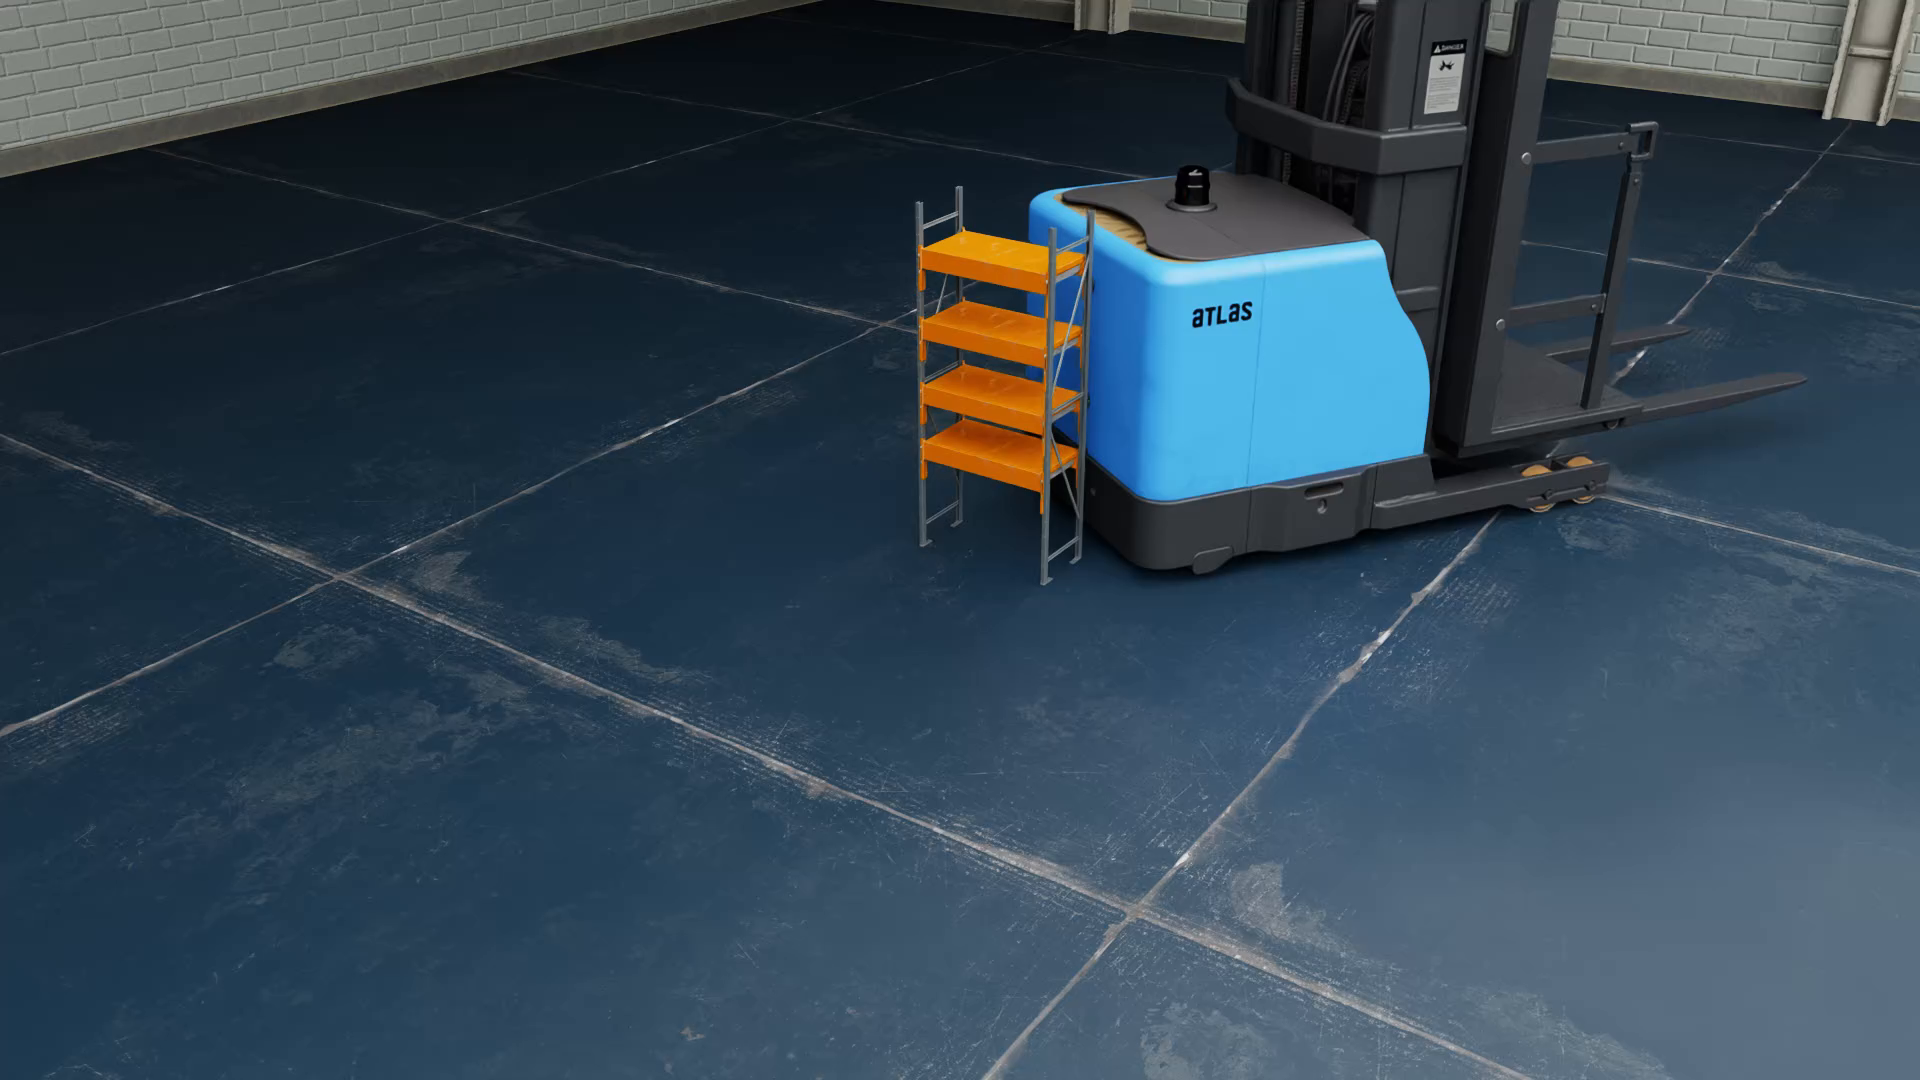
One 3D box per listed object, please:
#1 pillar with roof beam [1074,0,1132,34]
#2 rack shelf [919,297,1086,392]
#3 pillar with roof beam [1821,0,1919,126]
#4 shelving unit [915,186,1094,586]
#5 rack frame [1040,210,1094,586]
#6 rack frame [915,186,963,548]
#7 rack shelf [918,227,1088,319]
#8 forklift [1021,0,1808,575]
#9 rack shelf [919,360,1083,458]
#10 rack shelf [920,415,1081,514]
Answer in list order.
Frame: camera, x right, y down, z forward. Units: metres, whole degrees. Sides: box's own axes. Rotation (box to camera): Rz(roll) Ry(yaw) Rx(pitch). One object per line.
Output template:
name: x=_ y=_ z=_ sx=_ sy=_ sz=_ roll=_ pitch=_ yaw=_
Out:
pillar with roof beam: x=-1.199 y=-6.854 z=9.296 sx=0.400 sy=9.000 sz=9.100 roll=17 pitch=32 yaw=30
rack shelf: x=0.136 y=-0.632 z=5.323 sx=0.480 sy=0.148 sz=0.258 roll=17 pitch=32 yaw=30
pillar with roof beam: x=3.747 y=-5.313 z=6.268 sx=0.400 sy=9.000 sz=9.100 roll=17 pitch=32 yaw=30
shelving unit: x=0.136 y=-0.492 z=5.394 sx=0.503 sy=1.200 sz=0.258 roll=17 pitch=32 yaw=30
rack frame: x=0.338 y=-0.430 z=5.271 sx=0.015 sy=1.200 sz=0.240 roll=17 pitch=32 yaw=30
rack frame: x=-0.065 y=-0.555 z=5.517 sx=0.015 sy=1.200 sz=0.240 roll=17 pitch=32 yaw=30
rack shelf: x=0.136 y=-0.842 z=5.216 sx=0.480 sy=0.148 sz=0.258 roll=17 pitch=32 yaw=30
forklift: x=1.791 y=-1.613 z=5.688 sx=3.031 sy=2.935 sz=1.130 roll=-11 pitch=29 yaw=-20
rack shelf: x=0.136 y=-0.432 z=5.425 sx=0.480 sy=0.148 sz=0.258 roll=17 pitch=32 yaw=30
rack shelf: x=0.136 y=-0.255 z=5.515 sx=0.480 sy=0.148 sz=0.258 roll=17 pitch=32 yaw=30
